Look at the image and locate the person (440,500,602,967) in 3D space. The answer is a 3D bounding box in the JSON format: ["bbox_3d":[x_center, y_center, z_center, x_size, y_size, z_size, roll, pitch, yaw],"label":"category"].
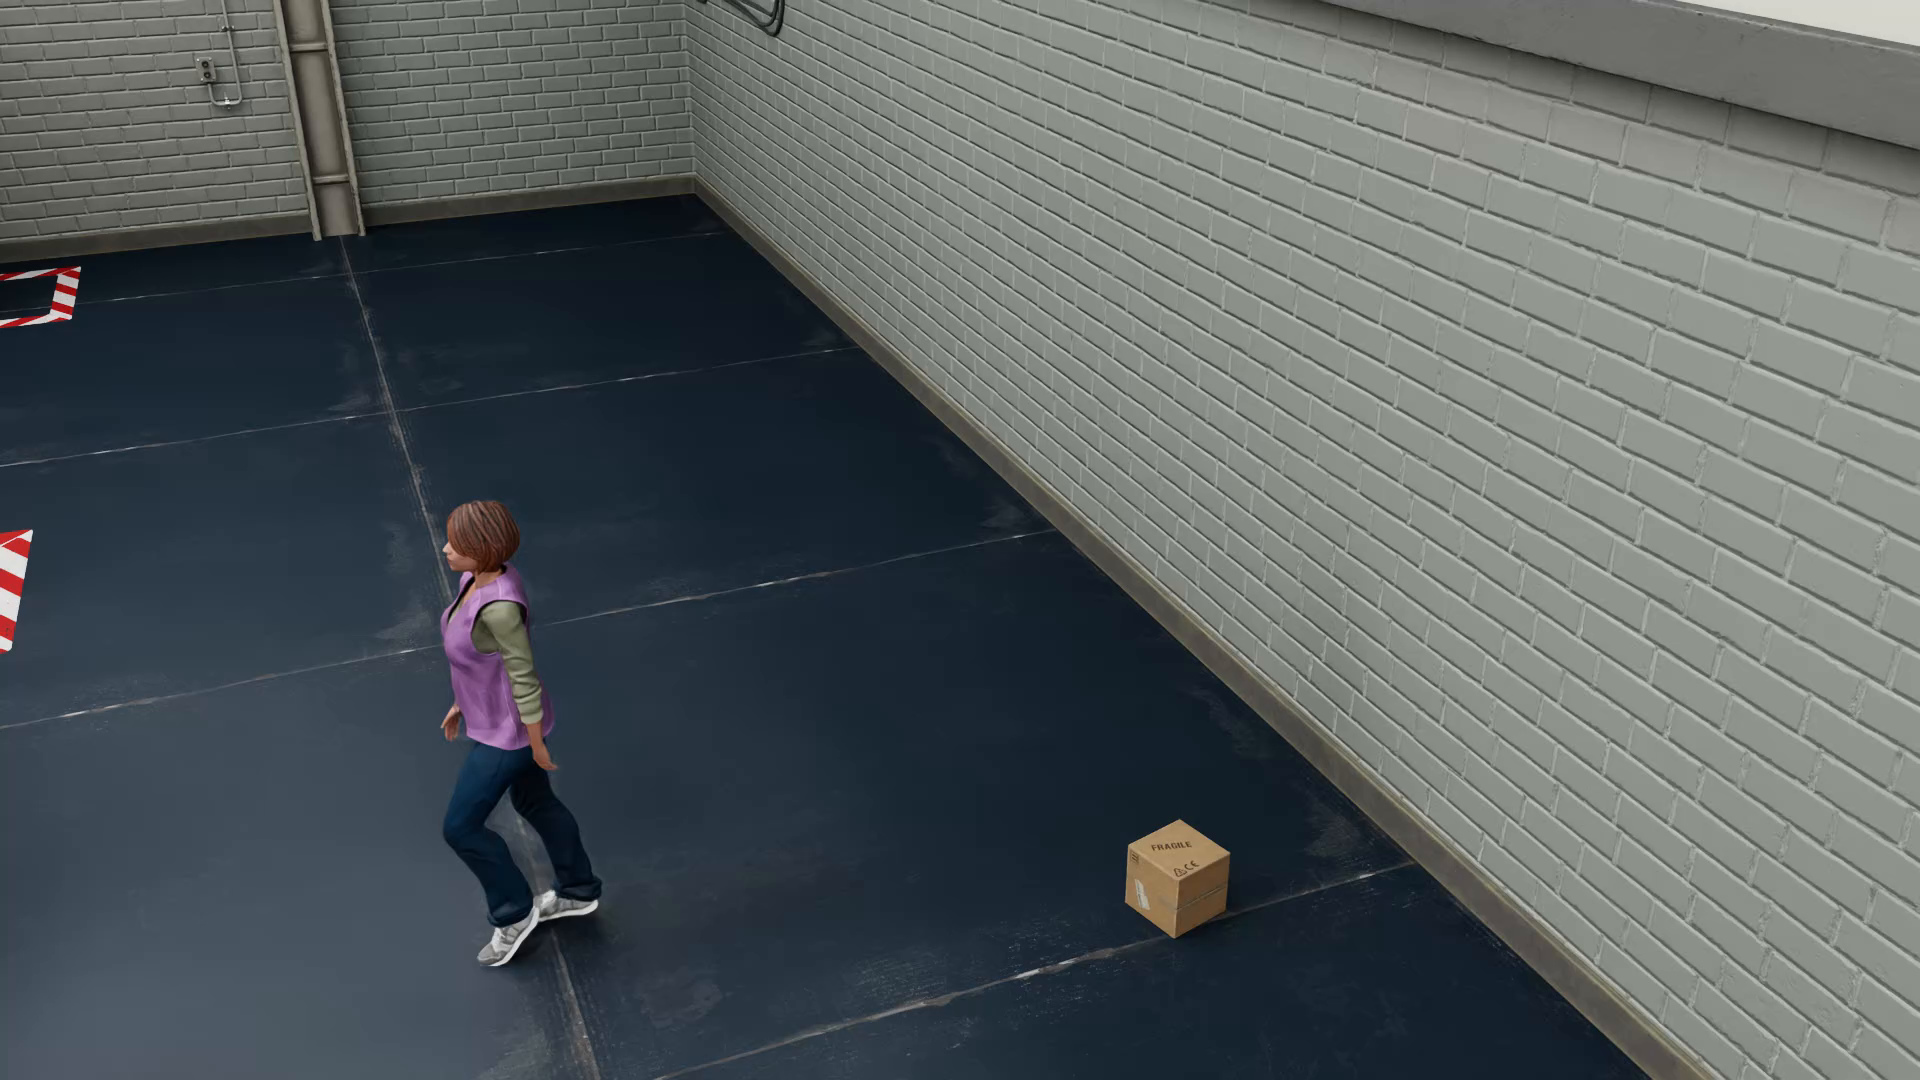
[{"bbox_3d":[-1.463,0.621,5.369,0.482,1.635,0.405,-8,27,-16],"label":"person"}]
